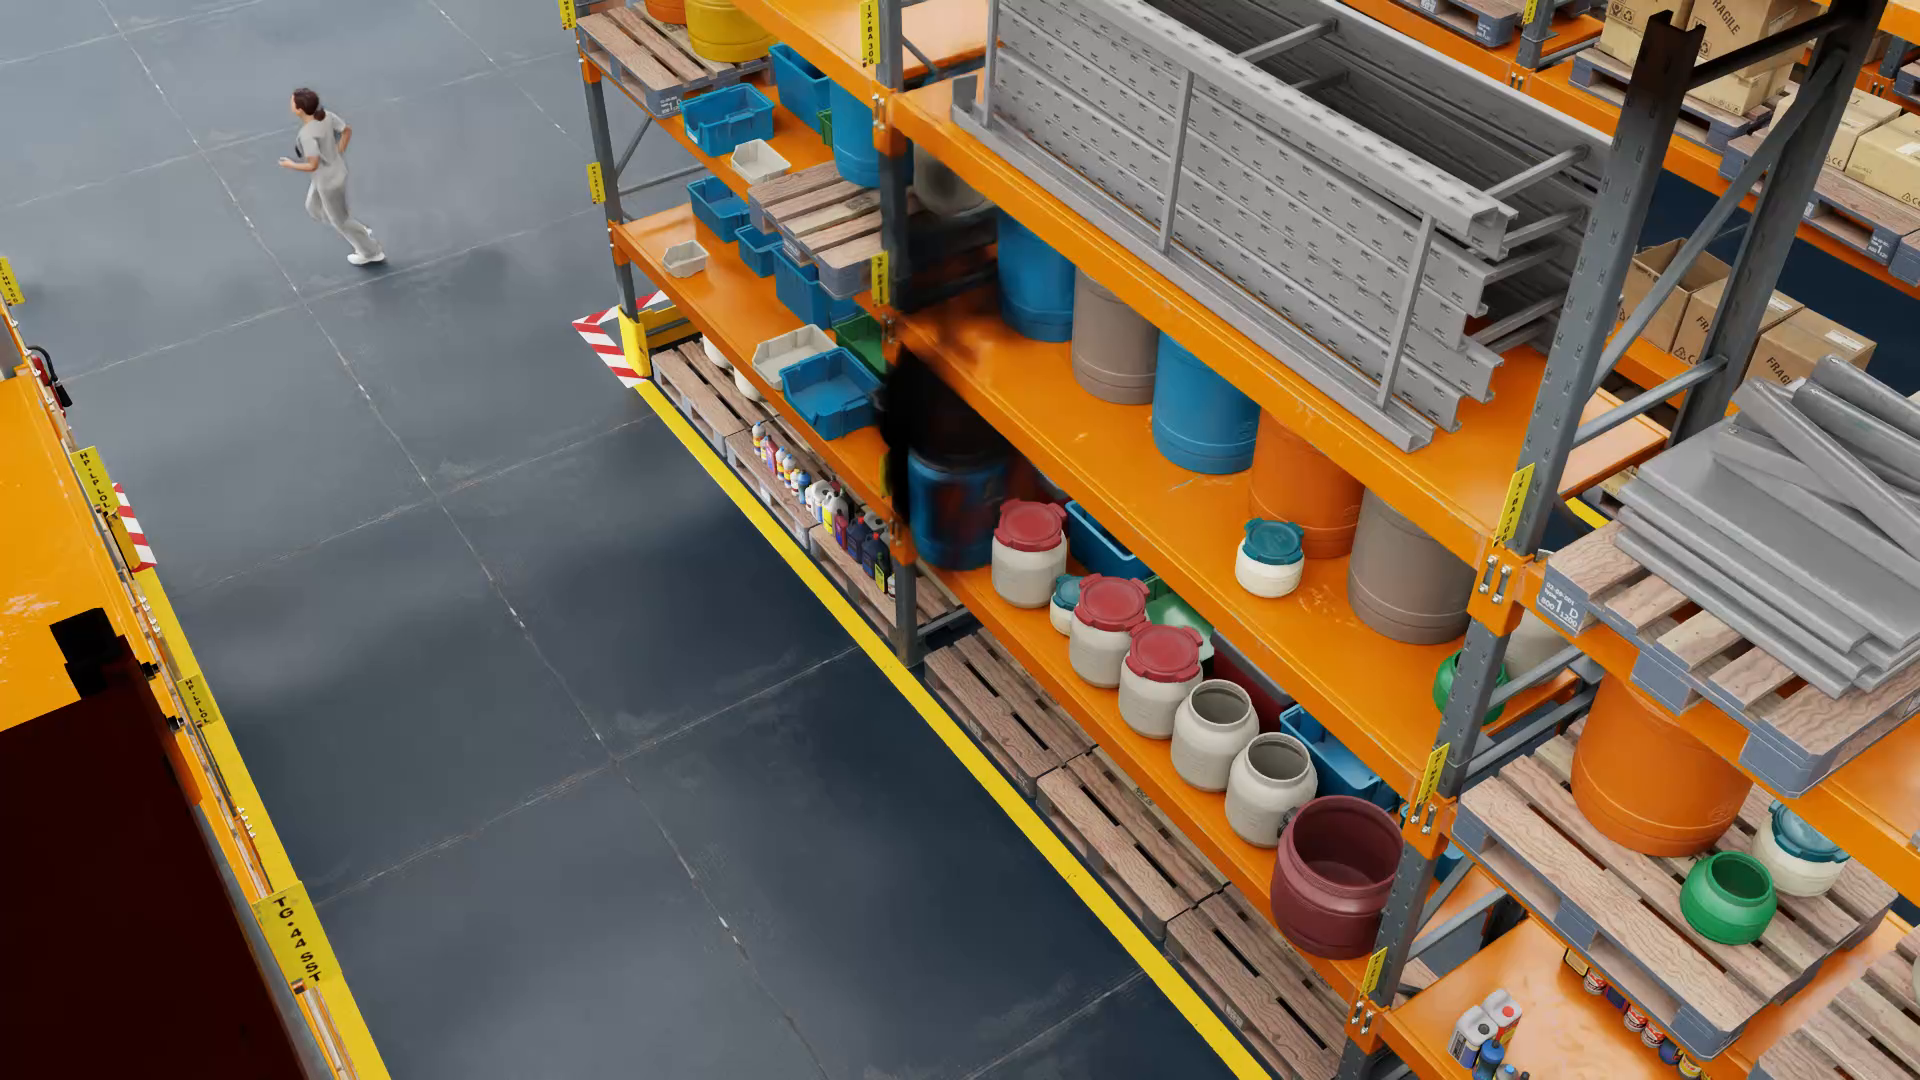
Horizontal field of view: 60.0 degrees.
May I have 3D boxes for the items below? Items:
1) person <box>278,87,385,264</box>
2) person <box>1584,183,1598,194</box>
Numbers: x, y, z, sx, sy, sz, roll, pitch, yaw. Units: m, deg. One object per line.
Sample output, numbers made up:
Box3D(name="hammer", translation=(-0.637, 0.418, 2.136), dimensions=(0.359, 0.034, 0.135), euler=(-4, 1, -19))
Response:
Box3D(name="person", translation=(-5.269, -2.983, 13.786), dimensions=(0.608, 1.629, 0.546), euler=(-2, 43, -2))
Box3D(name="person", translation=(5.341, -3.069, 13.907), dimensions=(0.577, 1.681, 0.719), euler=(-34, 52, -31))
